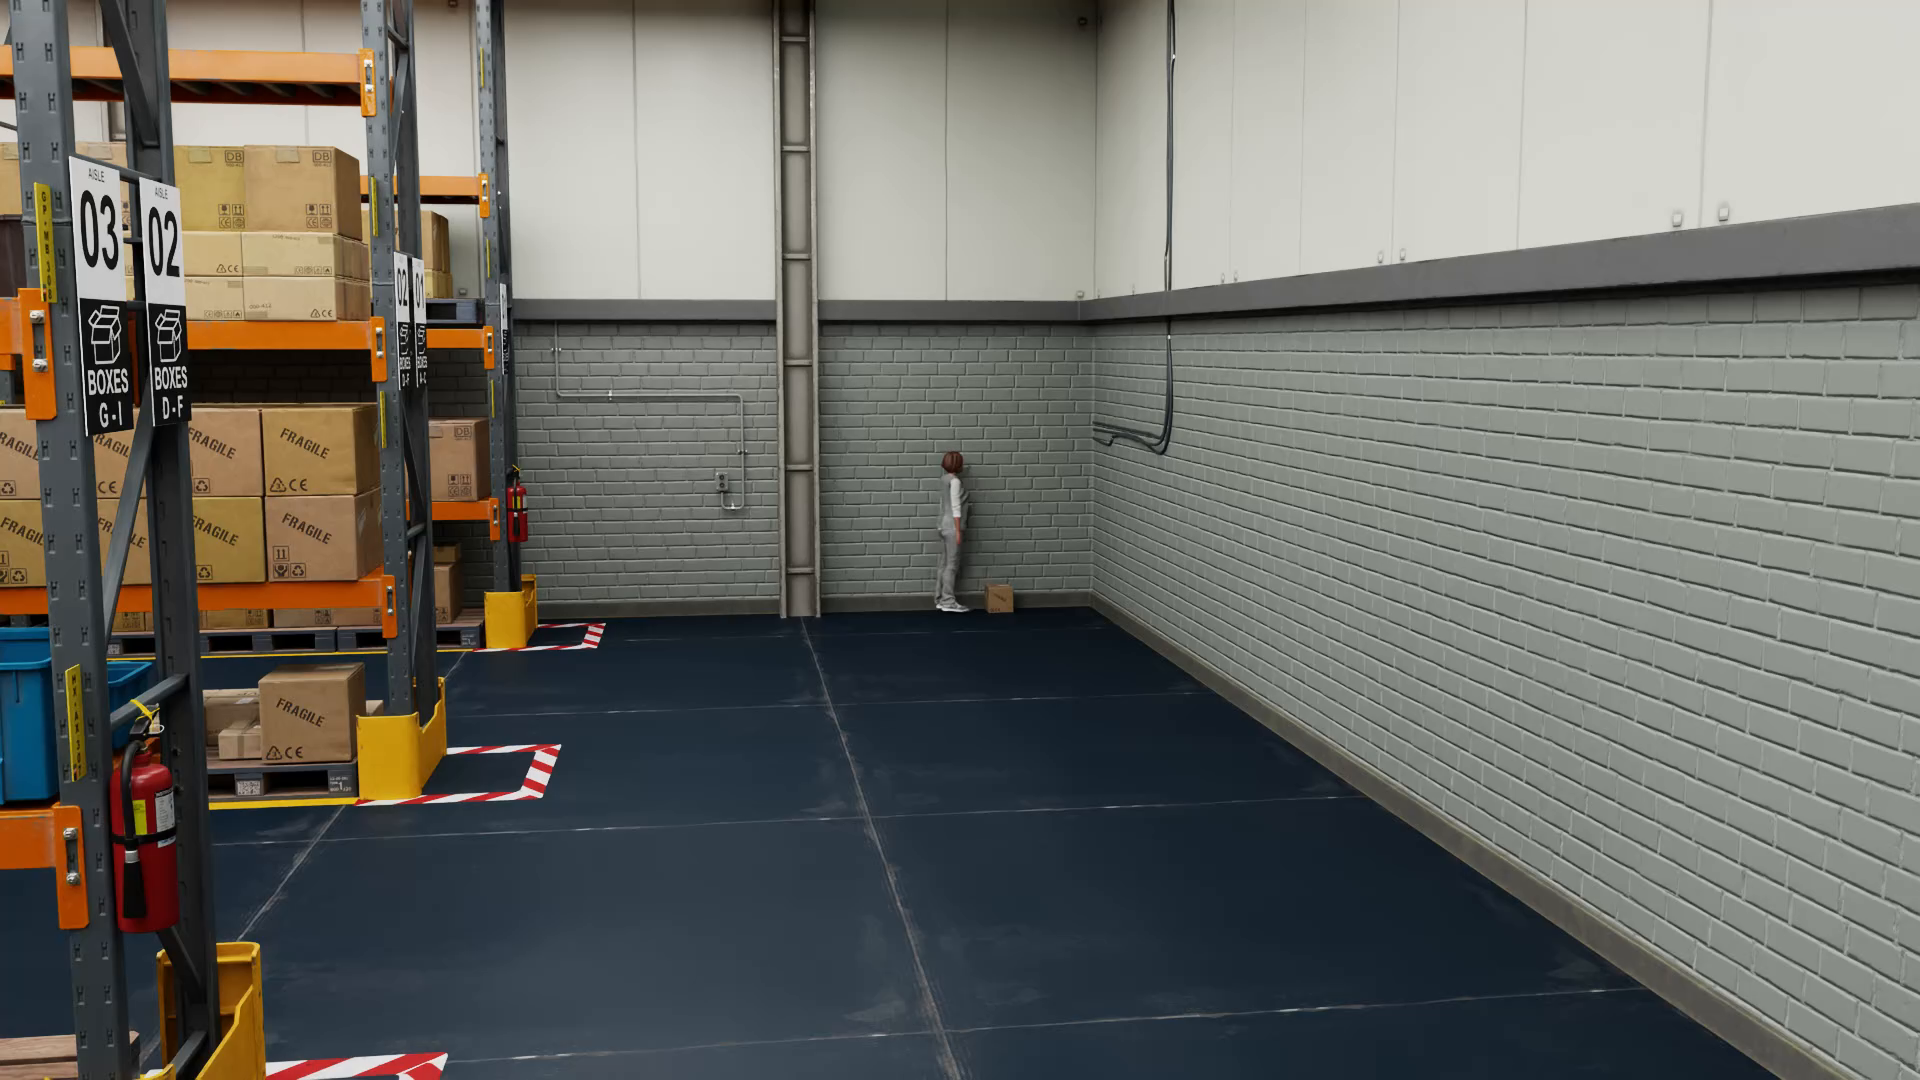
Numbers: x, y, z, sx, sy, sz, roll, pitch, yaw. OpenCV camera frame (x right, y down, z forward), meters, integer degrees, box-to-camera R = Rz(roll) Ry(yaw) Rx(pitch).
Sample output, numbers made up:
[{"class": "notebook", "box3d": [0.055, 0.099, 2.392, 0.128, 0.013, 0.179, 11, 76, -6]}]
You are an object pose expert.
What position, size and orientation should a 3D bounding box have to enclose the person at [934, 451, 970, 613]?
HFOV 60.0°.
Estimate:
[{"class": "person", "box3d": [-0.079, -0.086, 16.601, 0.331, 1.594, 0.457, -2, 7, -16]}]
